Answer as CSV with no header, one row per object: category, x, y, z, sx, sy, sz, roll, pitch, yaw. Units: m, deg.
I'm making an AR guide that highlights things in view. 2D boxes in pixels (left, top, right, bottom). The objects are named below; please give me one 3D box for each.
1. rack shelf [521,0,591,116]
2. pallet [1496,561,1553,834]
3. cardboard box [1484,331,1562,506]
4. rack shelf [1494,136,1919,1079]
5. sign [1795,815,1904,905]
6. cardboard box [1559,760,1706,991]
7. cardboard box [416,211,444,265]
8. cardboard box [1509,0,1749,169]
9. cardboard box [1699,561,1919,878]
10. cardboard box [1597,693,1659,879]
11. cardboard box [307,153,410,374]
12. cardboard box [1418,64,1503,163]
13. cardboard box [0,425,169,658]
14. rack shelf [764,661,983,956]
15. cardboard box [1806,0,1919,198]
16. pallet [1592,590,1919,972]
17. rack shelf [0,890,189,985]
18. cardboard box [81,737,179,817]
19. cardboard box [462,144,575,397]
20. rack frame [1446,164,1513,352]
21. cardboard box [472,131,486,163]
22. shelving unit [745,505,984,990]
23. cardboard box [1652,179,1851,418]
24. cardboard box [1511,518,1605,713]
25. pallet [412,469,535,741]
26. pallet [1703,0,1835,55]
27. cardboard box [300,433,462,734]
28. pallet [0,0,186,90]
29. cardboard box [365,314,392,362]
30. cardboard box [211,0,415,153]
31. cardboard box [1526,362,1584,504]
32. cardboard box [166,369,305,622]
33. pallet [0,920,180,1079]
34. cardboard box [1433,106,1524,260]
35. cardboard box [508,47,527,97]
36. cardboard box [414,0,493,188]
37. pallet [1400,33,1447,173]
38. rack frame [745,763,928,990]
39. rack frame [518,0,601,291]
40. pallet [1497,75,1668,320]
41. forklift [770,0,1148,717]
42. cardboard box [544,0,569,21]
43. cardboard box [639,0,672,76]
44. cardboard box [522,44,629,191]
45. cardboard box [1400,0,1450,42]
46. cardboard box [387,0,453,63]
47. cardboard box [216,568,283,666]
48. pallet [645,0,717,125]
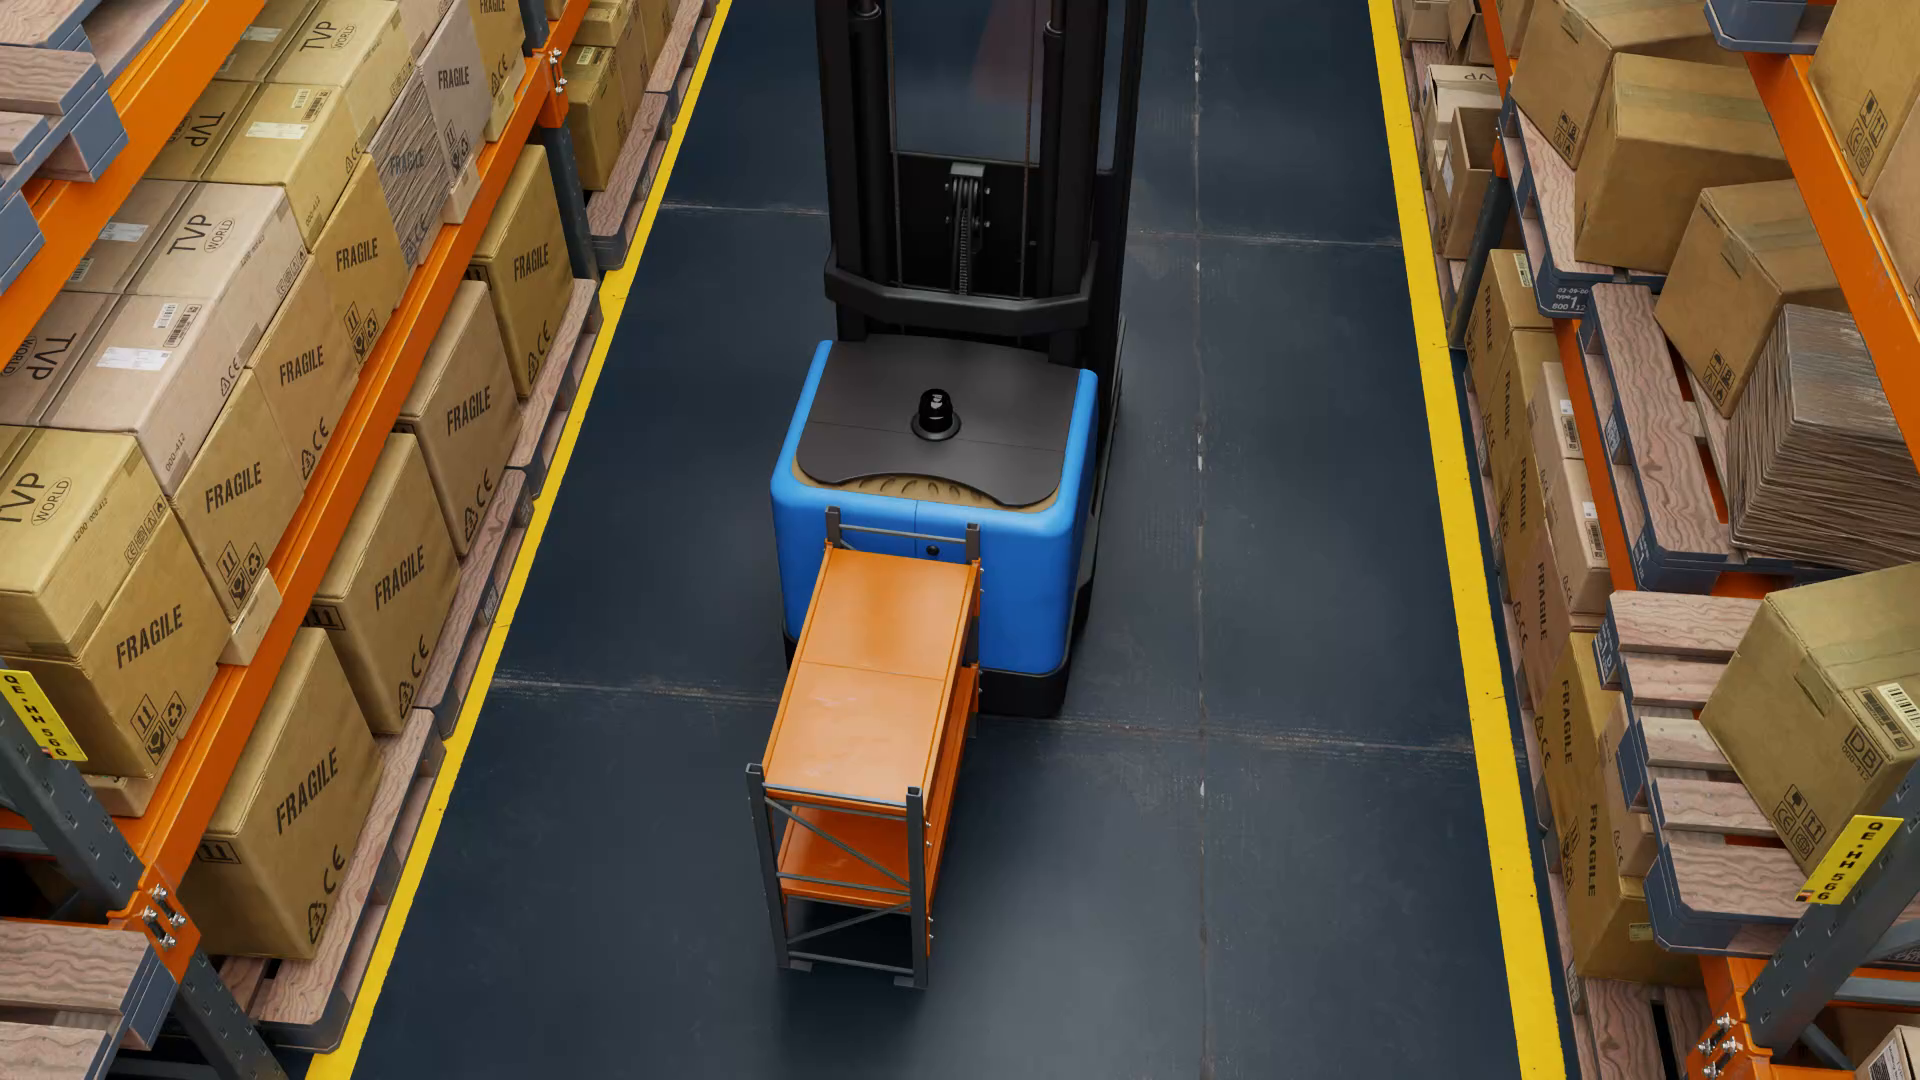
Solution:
rack shelf,-2.023,-3.444,8.380,1.077,0.370,4.000,4,48,4
pallet,2.583,0.554,6.126,1.003,0.211,1.213,4,48,4
cardboard box,2.403,-0.460,6.559,0.500,0.500,0.500,4,48,4
rack shelf,2.545,-0.174,5.390,1.077,0.370,4.000,4,48,4
sign,1.822,0.659,3.409,0.100,0.325,0.005,4,48,4
cardboard box,2.215,1.045,5.183,0.500,0.500,0.500,6,48,5
cardboard box,-2.076,-1.124,5.928,0.380,0.149,0.250,4,48,4
cardboard box,2.462,-1.729,5.972,0.700,0.500,0.500,-11,48,-10
cardboard box,2.308,0.407,4.019,0.700,0.500,0.500,-11,48,-10
cardboard box,2.216,0.750,4.945,0.500,0.250,0.500,6,48,5
cardboard box,-2.128,-0.890,5.274,0.500,0.500,0.500,5,48,5
cardboard box,2.566,-2.116,8.203,0.500,0.311,0.500,4,48,4
cardboard box,-2.269,-0.009,3.960,0.500,0.250,0.500,5,48,4
rack shelf,-0.268,0.843,5.574,0.538,0.278,1.000,7,48,6
cardboard box,2.463,-1.073,3.624,0.910,0.500,0.500,4,48,4
pallet,2.355,0.615,4.311,1.213,0.211,1.003,4,48,4
rack shelf,-2.753,2.435,3.004,1.077,0.370,4.000,4,48,4
cardboard box,-2.310,0.574,4.375,0.380,0.149,0.250,3,48,3
cardboard box,-2.135,-1.147,6.964,0.750,0.750,0.750,4,48,4
rack frame,2.728,-1.887,6.469,1.000,3.000,0.127,4,48,4
cardboard box,-2.023,-1.497,6.269,0.380,0.149,0.250,5,48,5
shelving unit,-0.268,0.678,5.393,0.538,1.125,1.048,7,48,6
cardboard box,2.628,-0.760,5.086,0.700,0.500,0.500,-7,48,-6
cardboard box,2.304,0.279,5.884,0.500,0.500,0.500,2,48,2
pallet,-2.310,0.195,6.454,1.003,0.211,1.213,4,48,4
pallet,2.507,-1.599,4.300,1.213,0.211,1.003,4,48,4
cardboard box,-2.286,0.131,5.795,0.750,0.750,0.750,4,48,3
pallet,-2.465,-1.525,4.233,1.003,0.211,1.213,6,48,5
cardboard box,-2.150,-0.746,5.583,0.380,0.149,0.250,5,48,5
cardboard box,-2.096,-1.501,5.325,0.500,0.250,0.500,5,48,4
cardboard box,2.350,-0.371,5.970,0.500,0.250,0.500,4,48,4
cardboard box,-2.214,-0.142,4.591,0.500,0.500,0.500,5,48,5
pallet,-2.529,1.318,3.668,1.213,0.211,1.003,4,48,4
cardboard box,2.497,-1.629,7.629,0.500,0.500,0.500,4,48,4
cardboard box,-1.955,-1.871,6.612,0.380,0.149,0.250,4,48,4
cardboard box,-2.033,-1.626,5.948,0.500,0.500,0.500,4,48,4
pallet,2.900,-2.349,8.781,1.003,0.211,1.213,4,48,4
rack frame,-0.353,1.048,5.055,0.500,1.125,0.032,7,48,6
rack frame,-2.206,-2.217,6.771,1.000,3.000,0.127,4,48,4
pallet,2.546,-1.242,6.009,1.003,0.211,1.213,4,48,4
forklift,0.106,-1.447,6.113,1.130,2.935,3.031,7,48,7
cardboard box,-2.140,-2.716,7.024,0.980,0.700,0.700,5,48,4
cardboard box,-1.937,-2.804,8.717,0.700,0.500,0.500,5,48,4
cardboard box,-2.035,-2.058,8.035,0.700,0.500,0.500,4,48,4
cardboard box,2.669,-2.931,8.989,0.500,0.250,0.500,4,48,4
cardboard box,-2.050,-1.875,5.667,0.500,0.250,0.500,5,48,4
cardboard box,-2.169,0.200,4.717,0.380,0.149,0.250,5,48,5
pallet,-1.950,-2.728,9.128,1.003,0.211,1.213,4,48,4
